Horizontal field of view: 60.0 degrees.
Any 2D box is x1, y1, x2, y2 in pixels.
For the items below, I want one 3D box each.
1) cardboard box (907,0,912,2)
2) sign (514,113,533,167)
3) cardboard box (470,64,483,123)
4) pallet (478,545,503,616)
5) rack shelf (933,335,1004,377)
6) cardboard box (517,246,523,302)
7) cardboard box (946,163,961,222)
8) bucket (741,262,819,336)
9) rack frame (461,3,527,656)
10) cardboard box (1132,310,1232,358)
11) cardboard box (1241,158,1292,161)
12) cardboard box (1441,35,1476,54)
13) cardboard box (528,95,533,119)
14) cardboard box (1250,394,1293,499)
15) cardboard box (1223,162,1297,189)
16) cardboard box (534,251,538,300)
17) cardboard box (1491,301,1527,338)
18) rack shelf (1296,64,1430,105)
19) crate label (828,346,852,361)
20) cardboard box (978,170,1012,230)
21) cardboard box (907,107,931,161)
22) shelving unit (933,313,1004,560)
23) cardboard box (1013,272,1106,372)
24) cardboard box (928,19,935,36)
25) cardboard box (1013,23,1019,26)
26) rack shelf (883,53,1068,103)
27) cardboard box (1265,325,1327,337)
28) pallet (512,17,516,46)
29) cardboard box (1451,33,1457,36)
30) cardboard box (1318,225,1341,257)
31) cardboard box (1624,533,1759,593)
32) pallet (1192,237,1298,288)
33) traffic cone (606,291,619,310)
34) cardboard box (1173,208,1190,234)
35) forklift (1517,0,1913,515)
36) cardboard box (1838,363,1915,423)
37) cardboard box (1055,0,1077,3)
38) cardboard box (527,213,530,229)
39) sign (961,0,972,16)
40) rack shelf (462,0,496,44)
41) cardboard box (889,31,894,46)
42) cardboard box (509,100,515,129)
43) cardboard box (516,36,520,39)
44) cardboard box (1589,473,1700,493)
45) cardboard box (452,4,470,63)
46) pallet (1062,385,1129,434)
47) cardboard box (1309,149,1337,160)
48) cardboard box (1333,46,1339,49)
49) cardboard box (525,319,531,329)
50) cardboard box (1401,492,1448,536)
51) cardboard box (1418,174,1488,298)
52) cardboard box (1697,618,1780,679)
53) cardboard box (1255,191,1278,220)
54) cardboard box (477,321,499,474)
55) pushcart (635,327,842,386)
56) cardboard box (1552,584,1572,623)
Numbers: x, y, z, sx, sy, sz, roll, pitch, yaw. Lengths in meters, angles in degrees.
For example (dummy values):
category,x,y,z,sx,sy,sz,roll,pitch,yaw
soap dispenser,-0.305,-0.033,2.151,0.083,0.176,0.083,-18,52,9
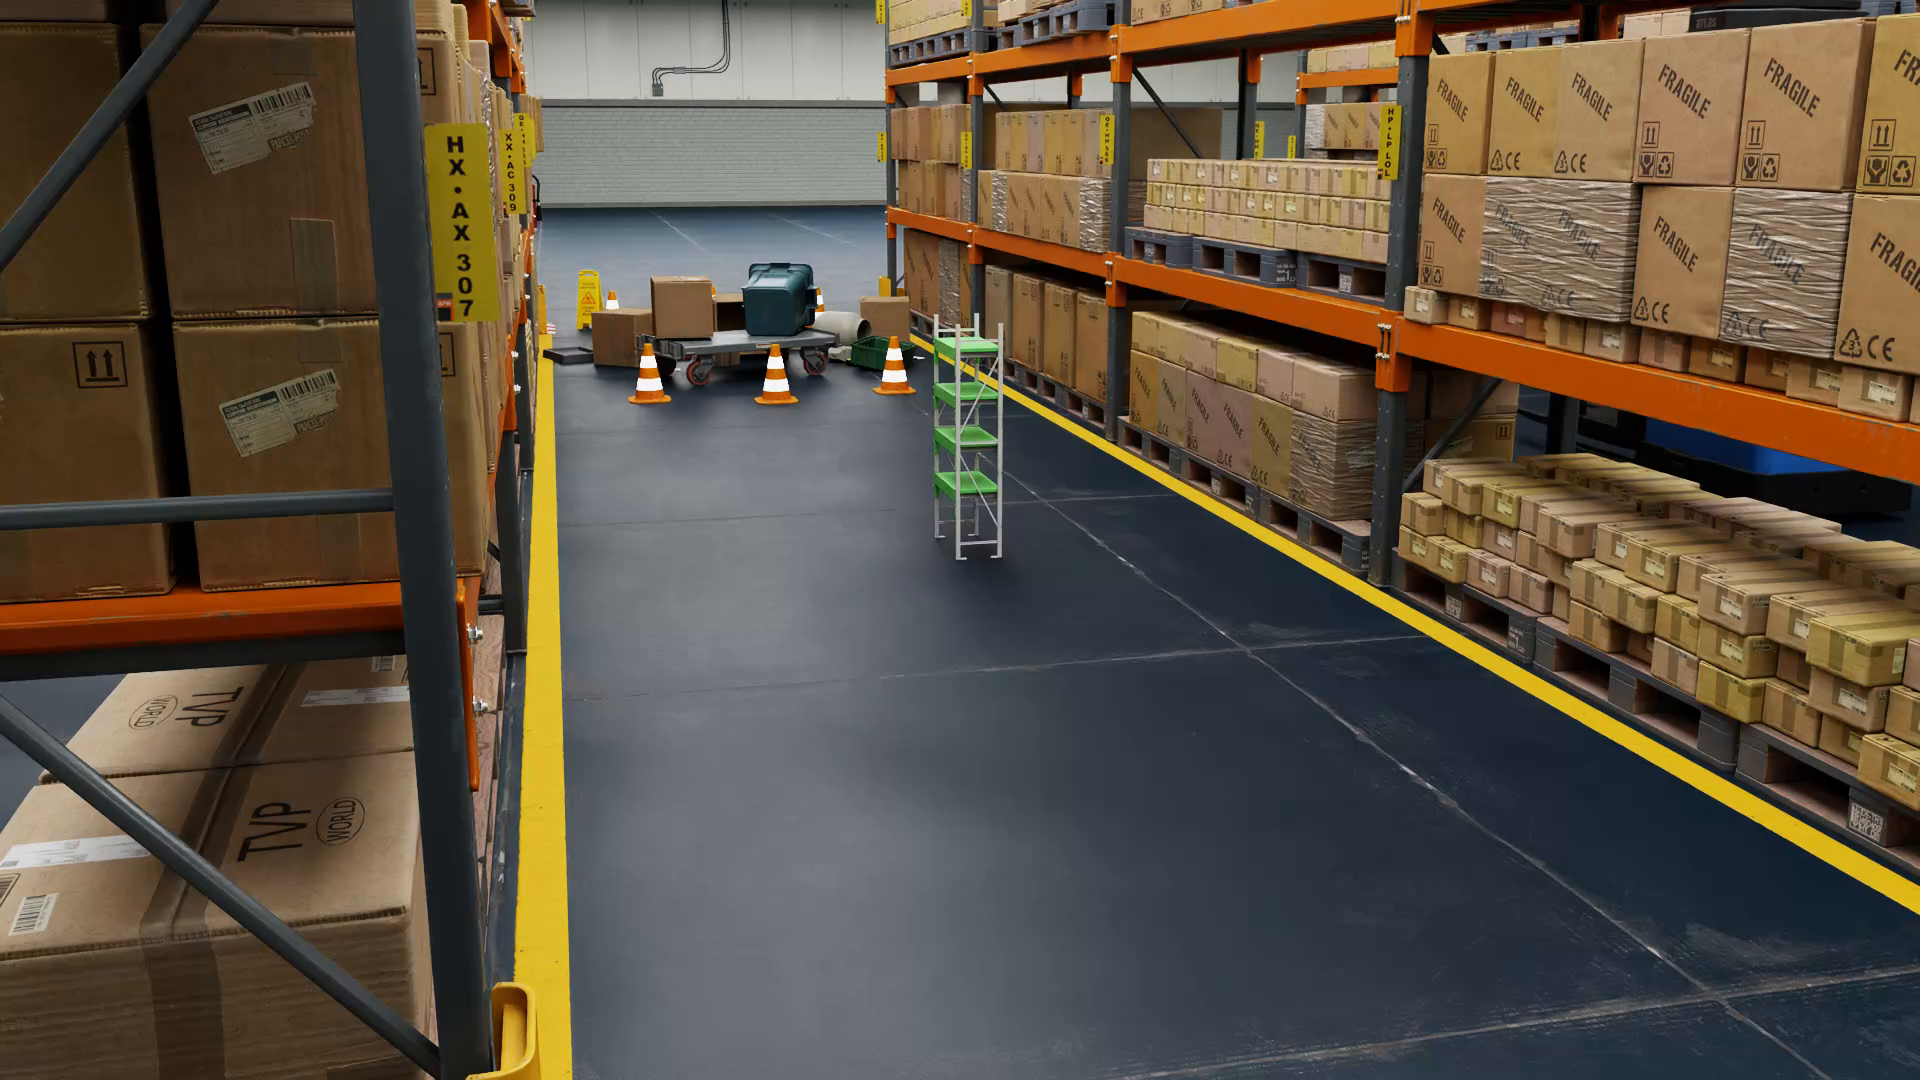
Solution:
category,x,y,z,sx,sy,sz,roll,pitch,yaw
cardboard box,-0.336,-5.676,17.272,0.380,0.149,0.250,-4,14,-14
sign,-2.713,-2.480,10.316,0.100,0.325,0.005,-3,14,-13
cardboard box,-1.583,-1.053,4.599,0.500,0.500,0.500,-3,14,-13
pallet,-2.567,0.218,7.589,1.003,0.211,1.213,-3,14,-13
rack shelf,0.039,-0.949,8.530,0.258,0.148,0.480,-3,14,-13
cardboard box,-2.495,-1.360,8.490,0.500,0.250,0.500,-4,14,-14
cardboard box,0.348,-3.390,16.168,0.875,0.550,0.550,-3,14,-13
bucket,-1.676,-2.158,15.136,0.726,0.611,0.620,2,24,6
rack frame,-2.312,-0.963,6.547,1.000,3.000,0.127,-3,14,-13
cardboard box,1.463,-1.366,11.000,0.500,0.250,0.500,-4,14,-16
cardboard box,2.097,-2.468,11.100,0.380,0.149,0.250,-4,14,-15
cardboard box,5.081,-4.835,16.395,0.500,0.250,0.500,-3,14,-11
cardboard box,-4.182,-3.720,14.887,0.700,0.500,0.500,-3,14,-13
cardboard box,1.937,-0.527,9.144,0.500,0.500,0.500,-4,14,-15
cardboard box,1.767,-2.135,9.737,0.380,0.149,0.250,-3,14,-11
cardboard box,-4.563,-2.673,16.877,0.500,0.500,0.500,-3,14,-11
cardboard box,2.471,-0.942,6.993,0.380,0.149,0.250,-4,14,-16
rack shelf,4.972,-4.930,17.980,1.077,0.370,4.000,-3,14,-13
crate label,-1.118,-1.782,15.931,0.250,0.136,0.298,10,17,35
cardboard box,0.459,-3.020,14.756,0.500,0.500,0.500,-3,14,-13
cardboard box,-0.075,-4.281,17.540,0.875,0.550,0.550,-3,14,-13
shelving unit,0.039,-0.545,8.628,0.258,1.200,0.503,-3,14,-13
cardboard box,1.053,-1.858,14.066,1.050,0.750,0.750,-3,14,-13
cardboard box,-0.100,-5.055,16.411,0.380,0.149,0.250,-3,14,-14
cardboard box,0.722,-4.915,15.839,0.380,0.149,0.250,-3,14,-13
rack shelf,0.127,-4.676,16.944,1.077,0.370,4.000,-3,14,-13
cardboard box,2.185,-1.161,10.163,0.500,0.250,0.500,-3,14,-12
pallet,-4.149,-4.026,13.160,1.213,0.211,1.003,-3,14,-13
cardboard box,5.111,-5.064,16.491,0.380,0.149,0.250,-3,14,-13
cardboard box,2.072,-1.542,8.562,0.380,0.149,0.250,-3,14,-13
cardboard box,2.697,0.083,6.136,0.380,0.149,0.250,-3,14,-13
pallet,2.041,-1.637,9.712,1.003,0.211,1.213,-3,14,-13
traffic cone,-3.775,-2.471,18.067,0.336,0.463,0.334,-3,14,-13
cardboard box,1.572,-2.028,10.552,0.380,0.149,0.250,-3,14,-10
forklift,4.552,-1.850,10.324,1.130,2.935,3.031,-3,14,-11
cardboard box,2.886,-0.451,4.980,0.380,0.149,0.250,-3,14,-12
cardboard box,0.999,-4.075,12.060,0.500,0.311,0.500,-3,14,-13
cardboard box,-3.953,-2.777,14.501,0.380,0.149,0.250,-3,14,-13
sign,0.058,-4.823,14.771,0.100,0.325,0.005,-3,14,-13
rack shelf,-1.842,-1.609,4.388,1.077,0.370,4.000,-3,14,-13
cardboard box,-0.574,-5.521,18.318,0.380,0.149,0.250,-3,14,-13
cardboard box,-2.747,-2.197,9.282,0.500,0.500,0.500,-3,14,-12
cardboard box,-4.158,-4.572,14.690,0.500,0.250,0.500,-3,14,-14
cardboard box,2.976,-0.189,7.247,0.380,0.149,0.250,-3,14,-14
cardboard box,-1.510,-1.347,4.435,0.380,0.149,0.250,-4,14,-15
pallet,1.424,-1.016,12.641,1.003,0.211,1.213,-3,14,-13
cardboard box,4.605,-4.348,19.566,0.875,0.500,0.500,-3,14,-13
cardboard box,4.488,-5.668,18.963,0.380,0.149,0.250,-4,14,-14
cardboard box,-4.065,-1.615,13.868,0.950,0.372,0.625,-3,14,-12
cardboard box,2.250,-0.124,7.610,0.380,0.149,0.250,-3,14,-11
cardboard box,2.347,-1.327,7.199,0.500,0.500,0.500,-4,14,-14
cardboard box,2.756,0.353,5.657,0.380,0.149,0.250,-3,14,-12
cardboard box,1.877,-1.873,9.291,0.380,0.149,0.250,-3,14,-13
cardboard box,-1.454,-0.449,4.232,0.500,0.500,0.500,-3,14,-14
pushcart,-1.986,-1.673,14.980,1.648,0.377,0.936,-9,16,-33
cardboard box,2.626,0.253,6.695,0.380,0.149,0.250,-4,14,-16
